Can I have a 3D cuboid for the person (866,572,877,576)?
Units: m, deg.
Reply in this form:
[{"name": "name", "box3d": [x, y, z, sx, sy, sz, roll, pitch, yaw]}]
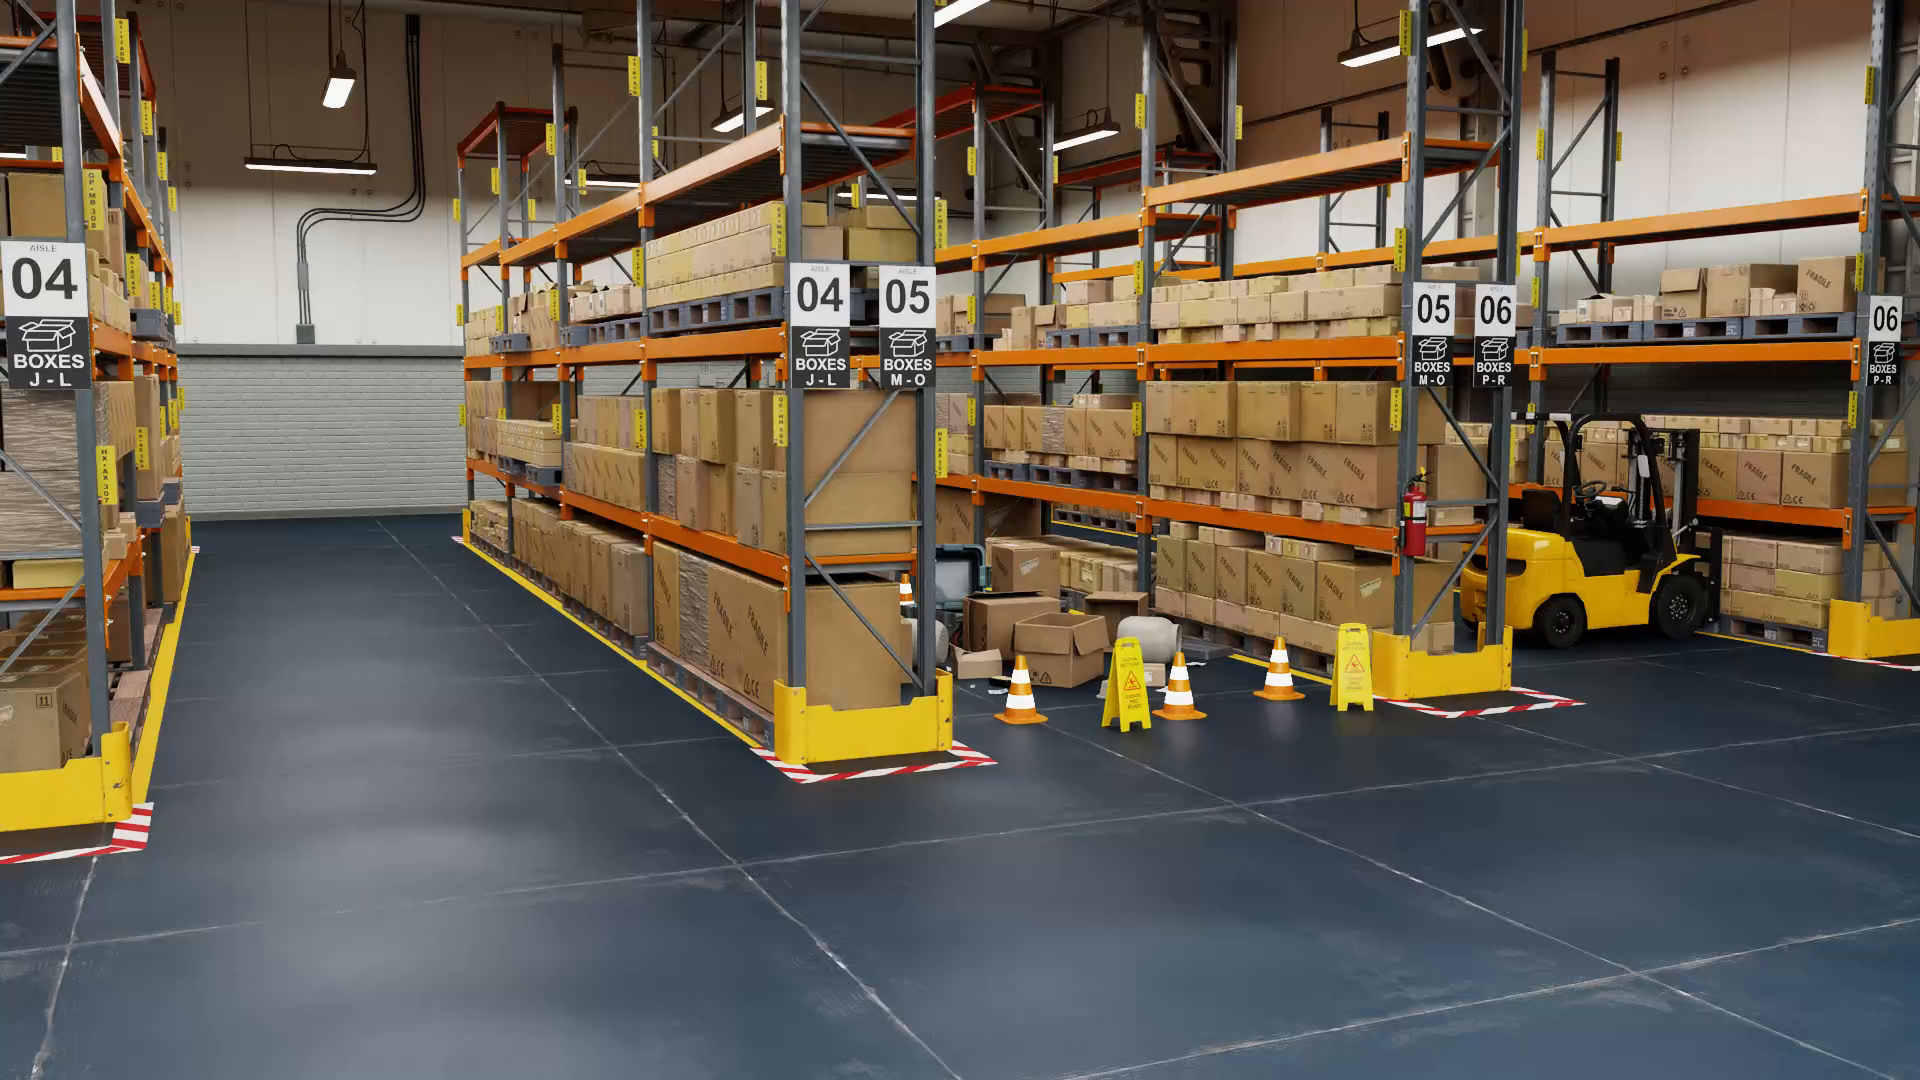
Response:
[{"name": "person", "box3d": [-1.002, 0.013, 17.130, 0.535, 1.624, 0.404, -3, 6, -25]}]
